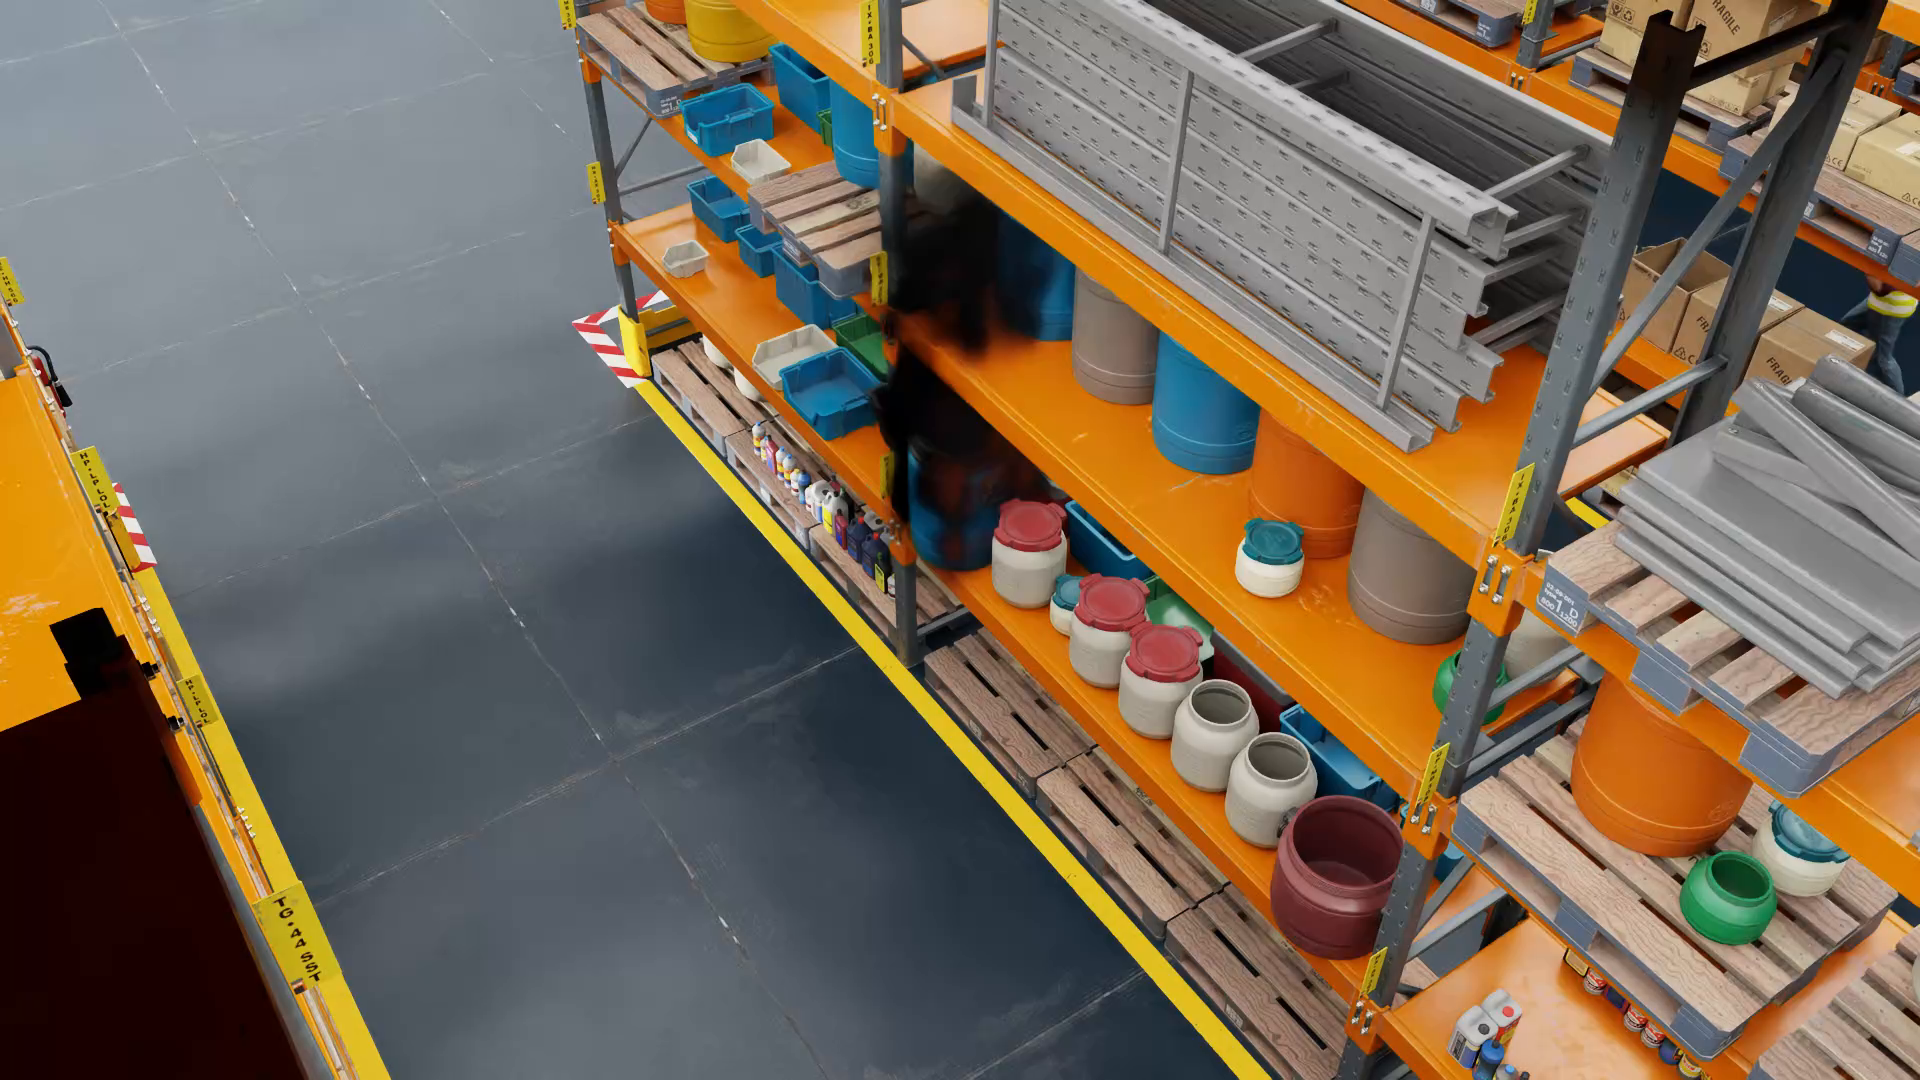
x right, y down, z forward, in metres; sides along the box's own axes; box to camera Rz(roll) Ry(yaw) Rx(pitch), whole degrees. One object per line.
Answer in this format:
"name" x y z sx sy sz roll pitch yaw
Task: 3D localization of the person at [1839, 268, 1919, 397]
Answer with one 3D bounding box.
"person" 6.893 -1.706 12.311 0.781 1.831 0.675 29 50 28
